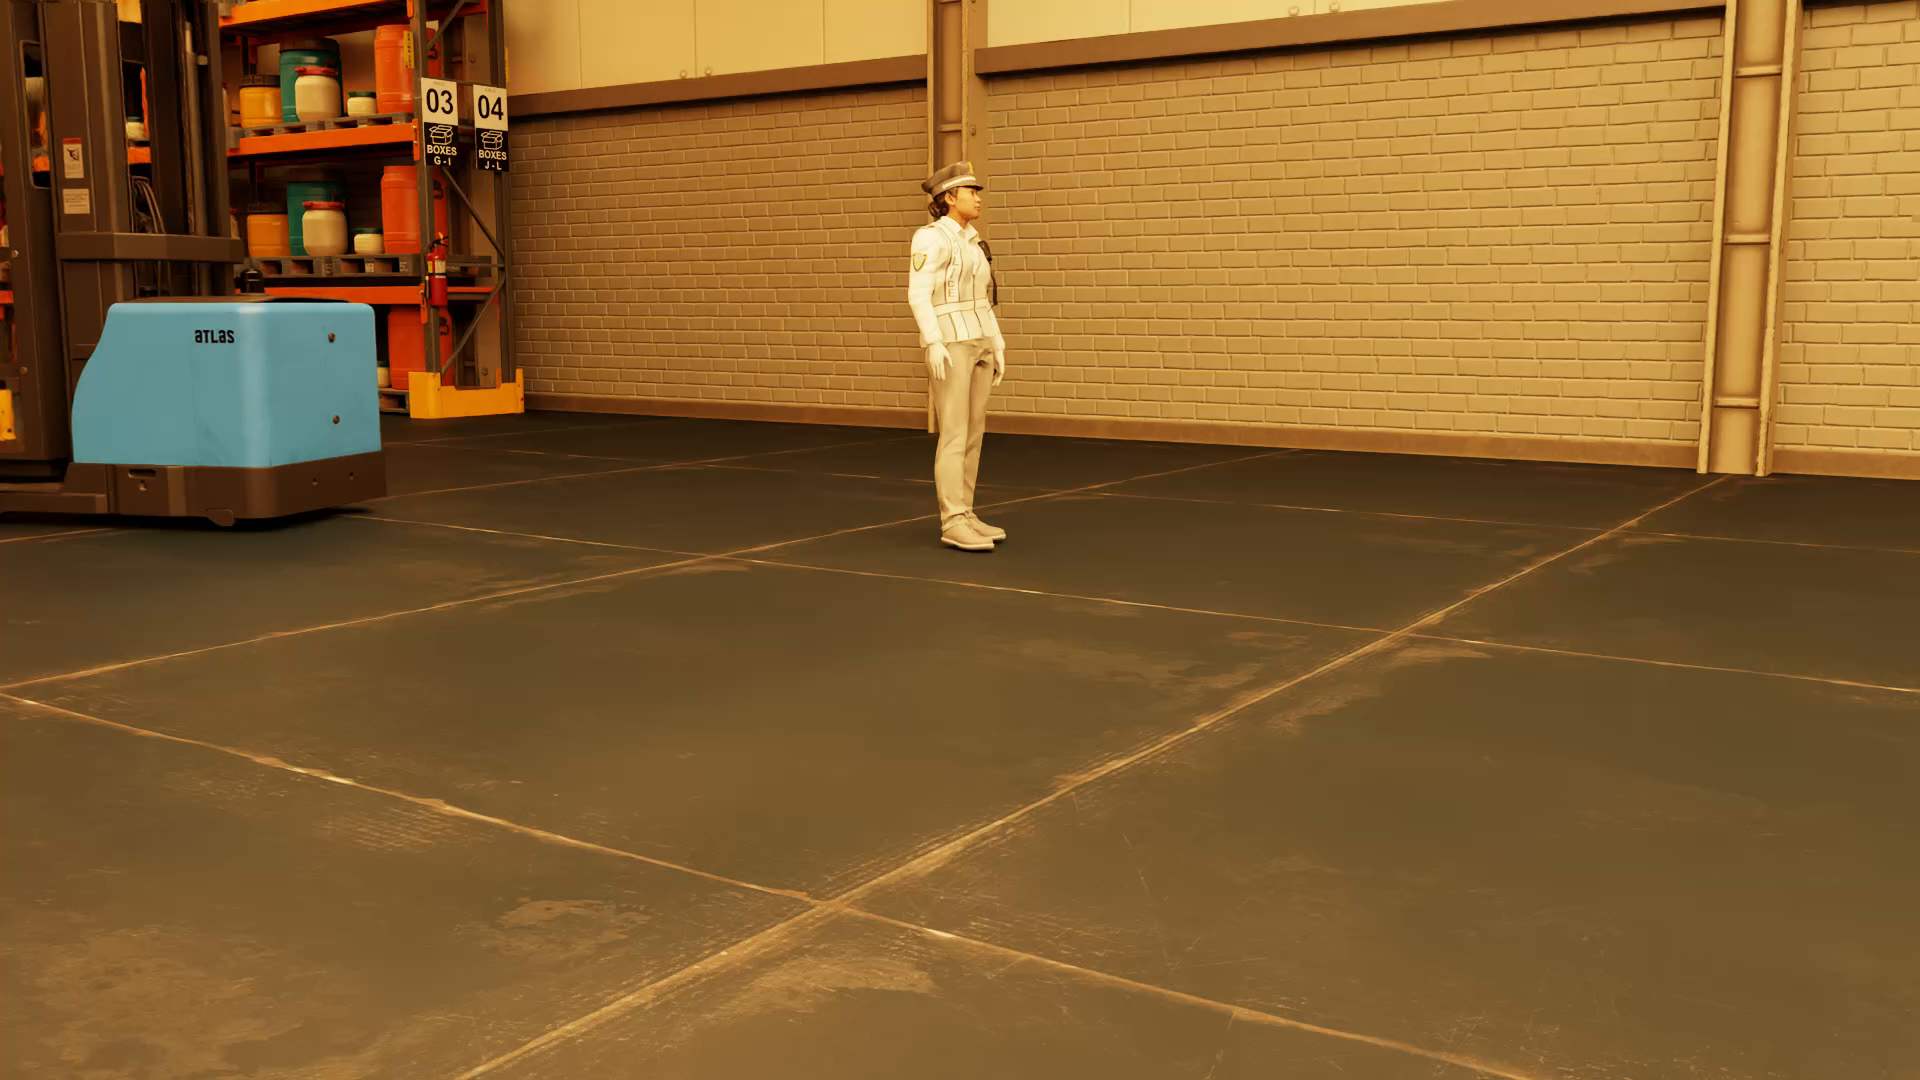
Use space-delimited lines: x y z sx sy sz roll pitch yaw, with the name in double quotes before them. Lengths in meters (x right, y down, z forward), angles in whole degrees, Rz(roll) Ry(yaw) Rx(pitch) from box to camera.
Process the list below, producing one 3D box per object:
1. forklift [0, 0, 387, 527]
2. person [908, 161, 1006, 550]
"forklift" -4.578 -1.599 8.440 3.031 2.935 1.130 2 8 14
"person" 0.053 -0.840 7.439 0.530 1.694 0.586 5 10 34
